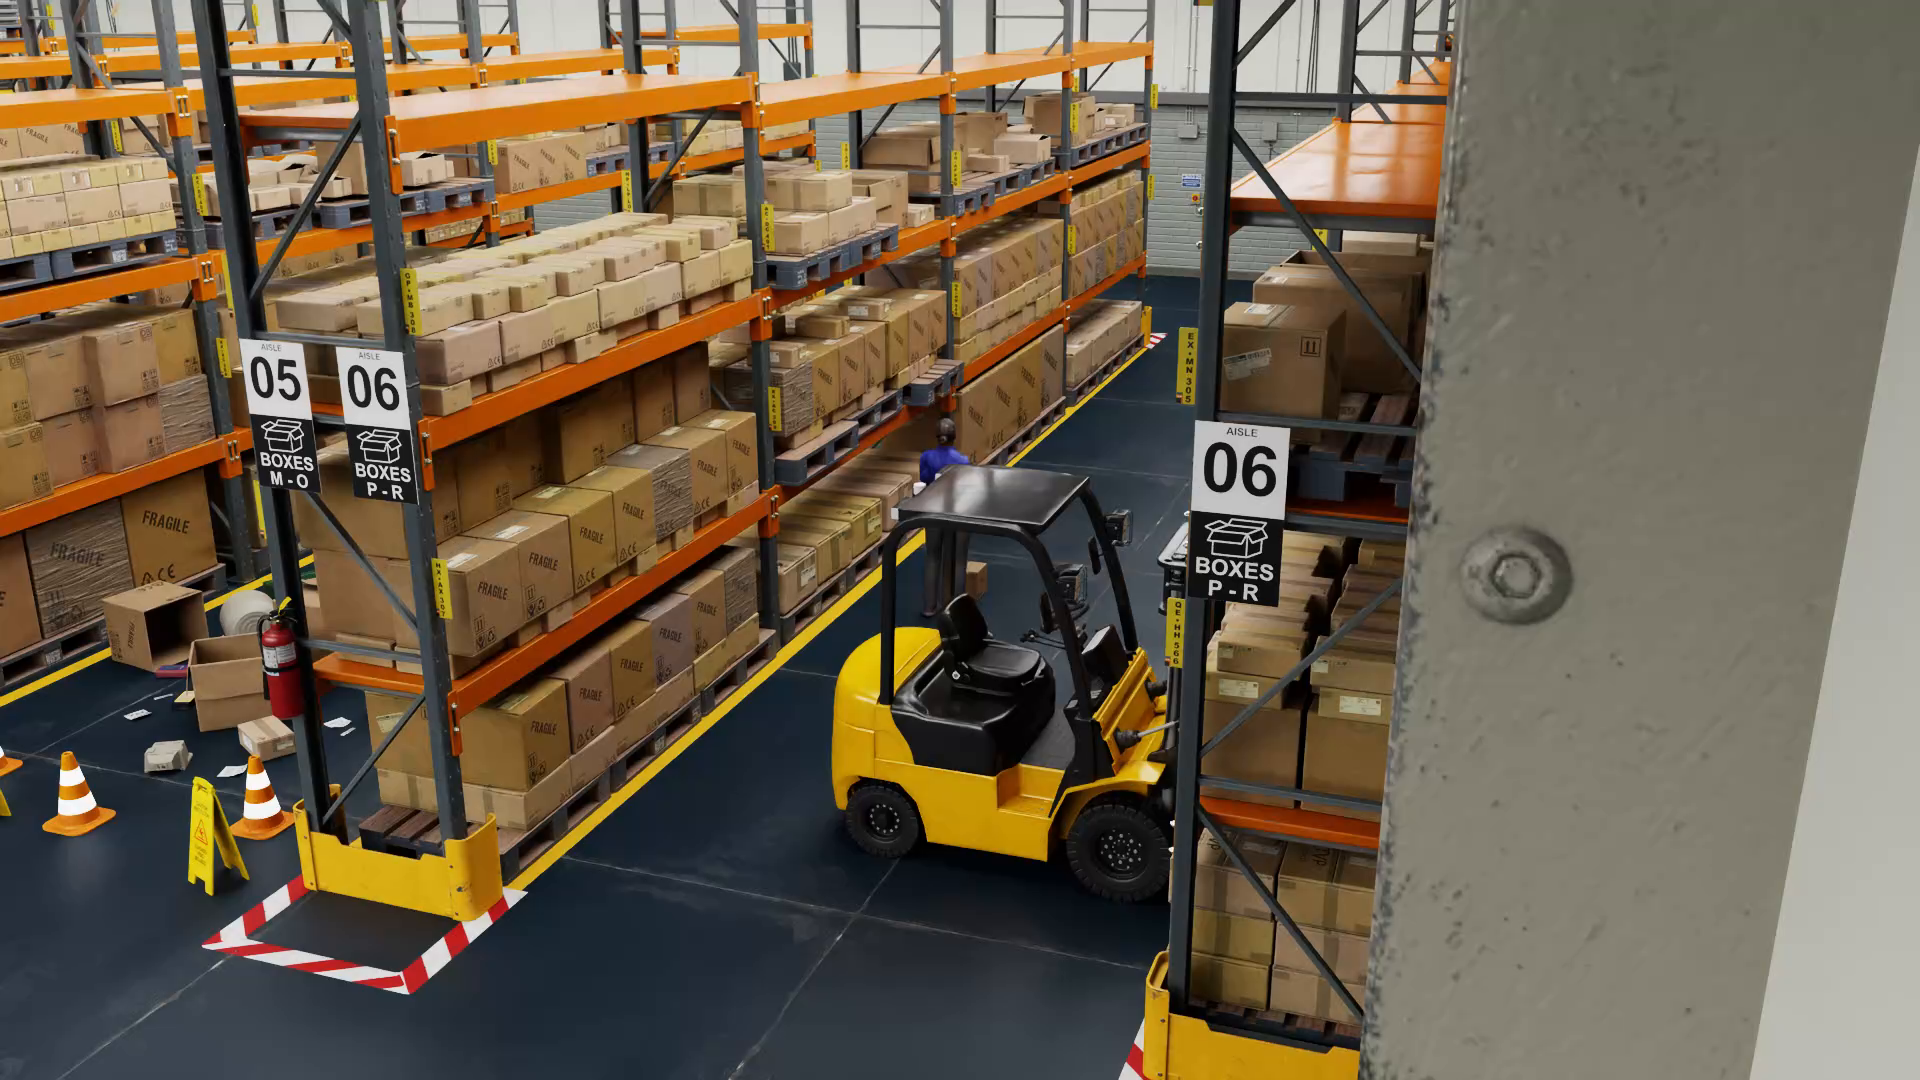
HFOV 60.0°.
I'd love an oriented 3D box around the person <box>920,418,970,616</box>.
[{"bbox_3d":[-0.110,-0.178,13.360,0.438,1.660,0.307,7,20,19],"label":"person"}]
